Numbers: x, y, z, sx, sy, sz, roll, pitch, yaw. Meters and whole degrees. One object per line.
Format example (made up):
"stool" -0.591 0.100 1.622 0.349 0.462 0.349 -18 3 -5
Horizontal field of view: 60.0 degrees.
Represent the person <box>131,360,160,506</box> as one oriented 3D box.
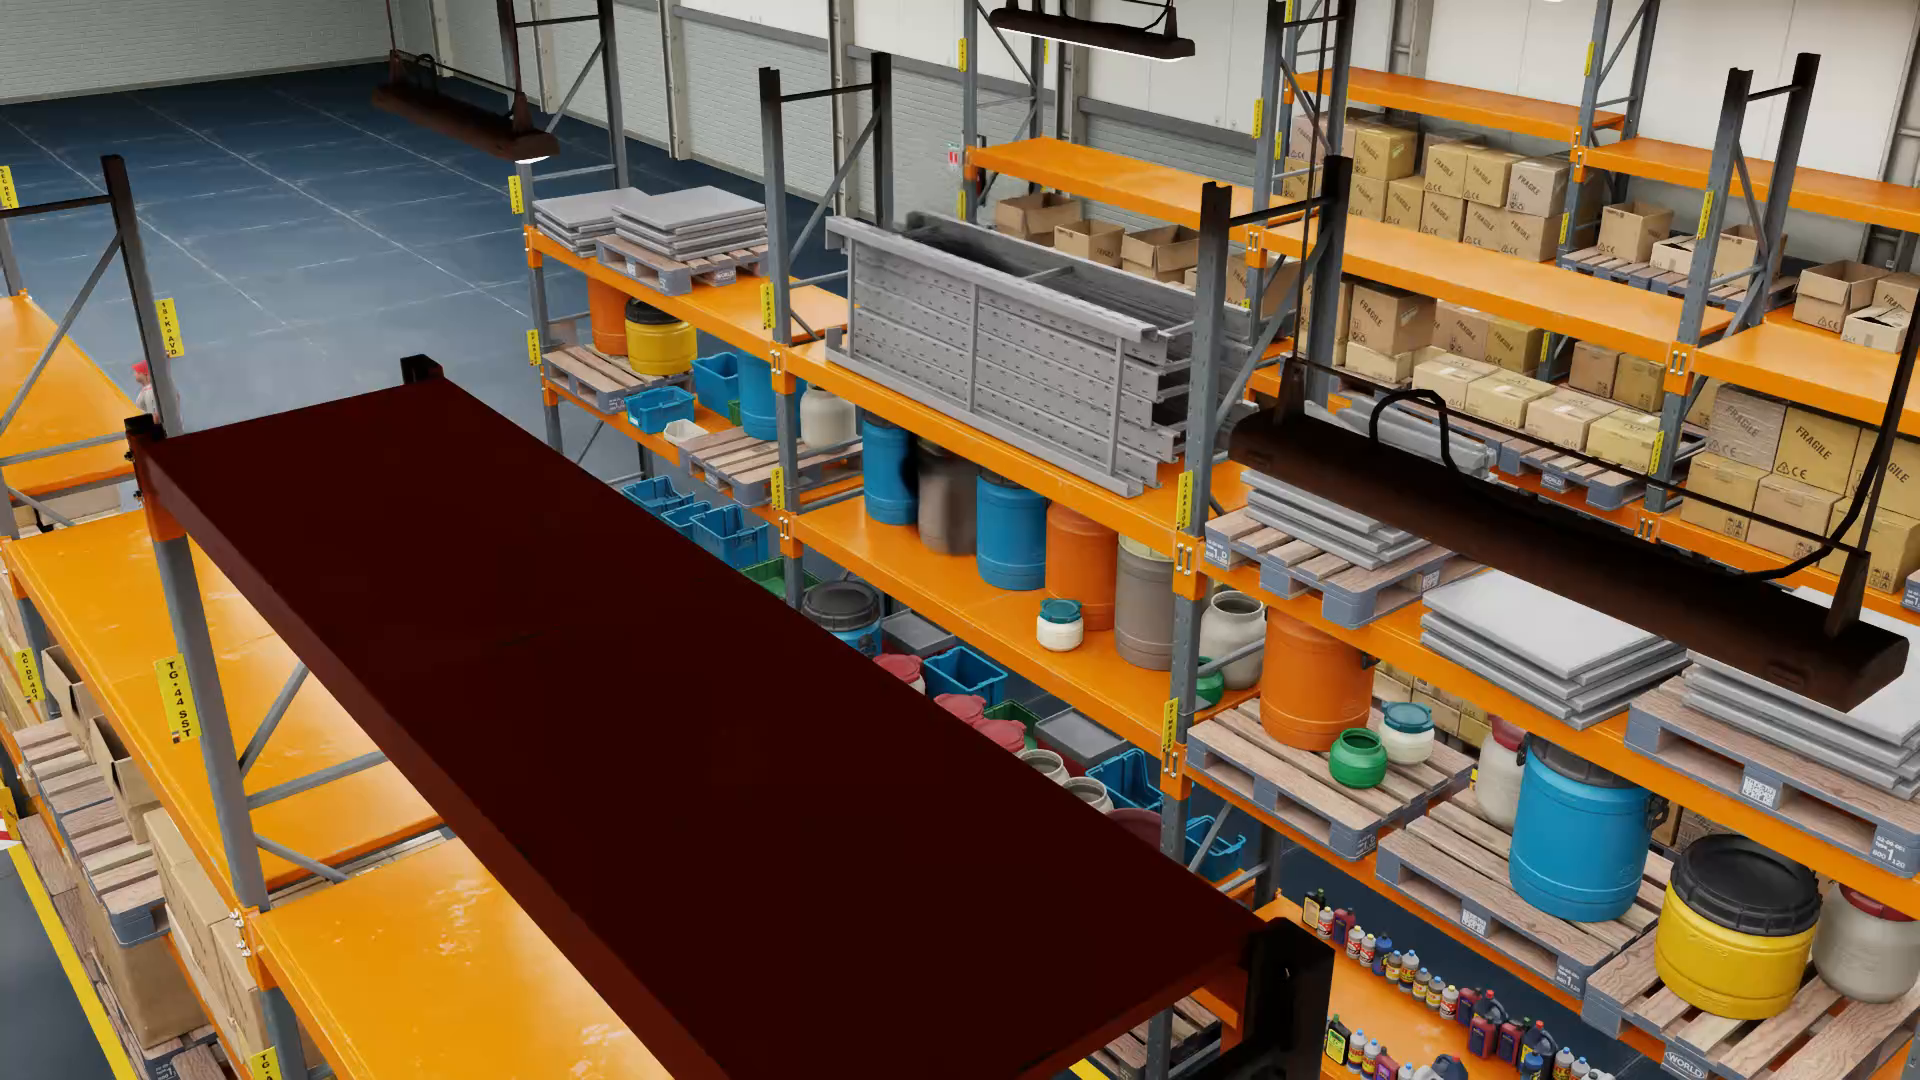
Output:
"person" -9.015 -1.203 18.749 0.767 1.746 0.661 -7 27 -13
